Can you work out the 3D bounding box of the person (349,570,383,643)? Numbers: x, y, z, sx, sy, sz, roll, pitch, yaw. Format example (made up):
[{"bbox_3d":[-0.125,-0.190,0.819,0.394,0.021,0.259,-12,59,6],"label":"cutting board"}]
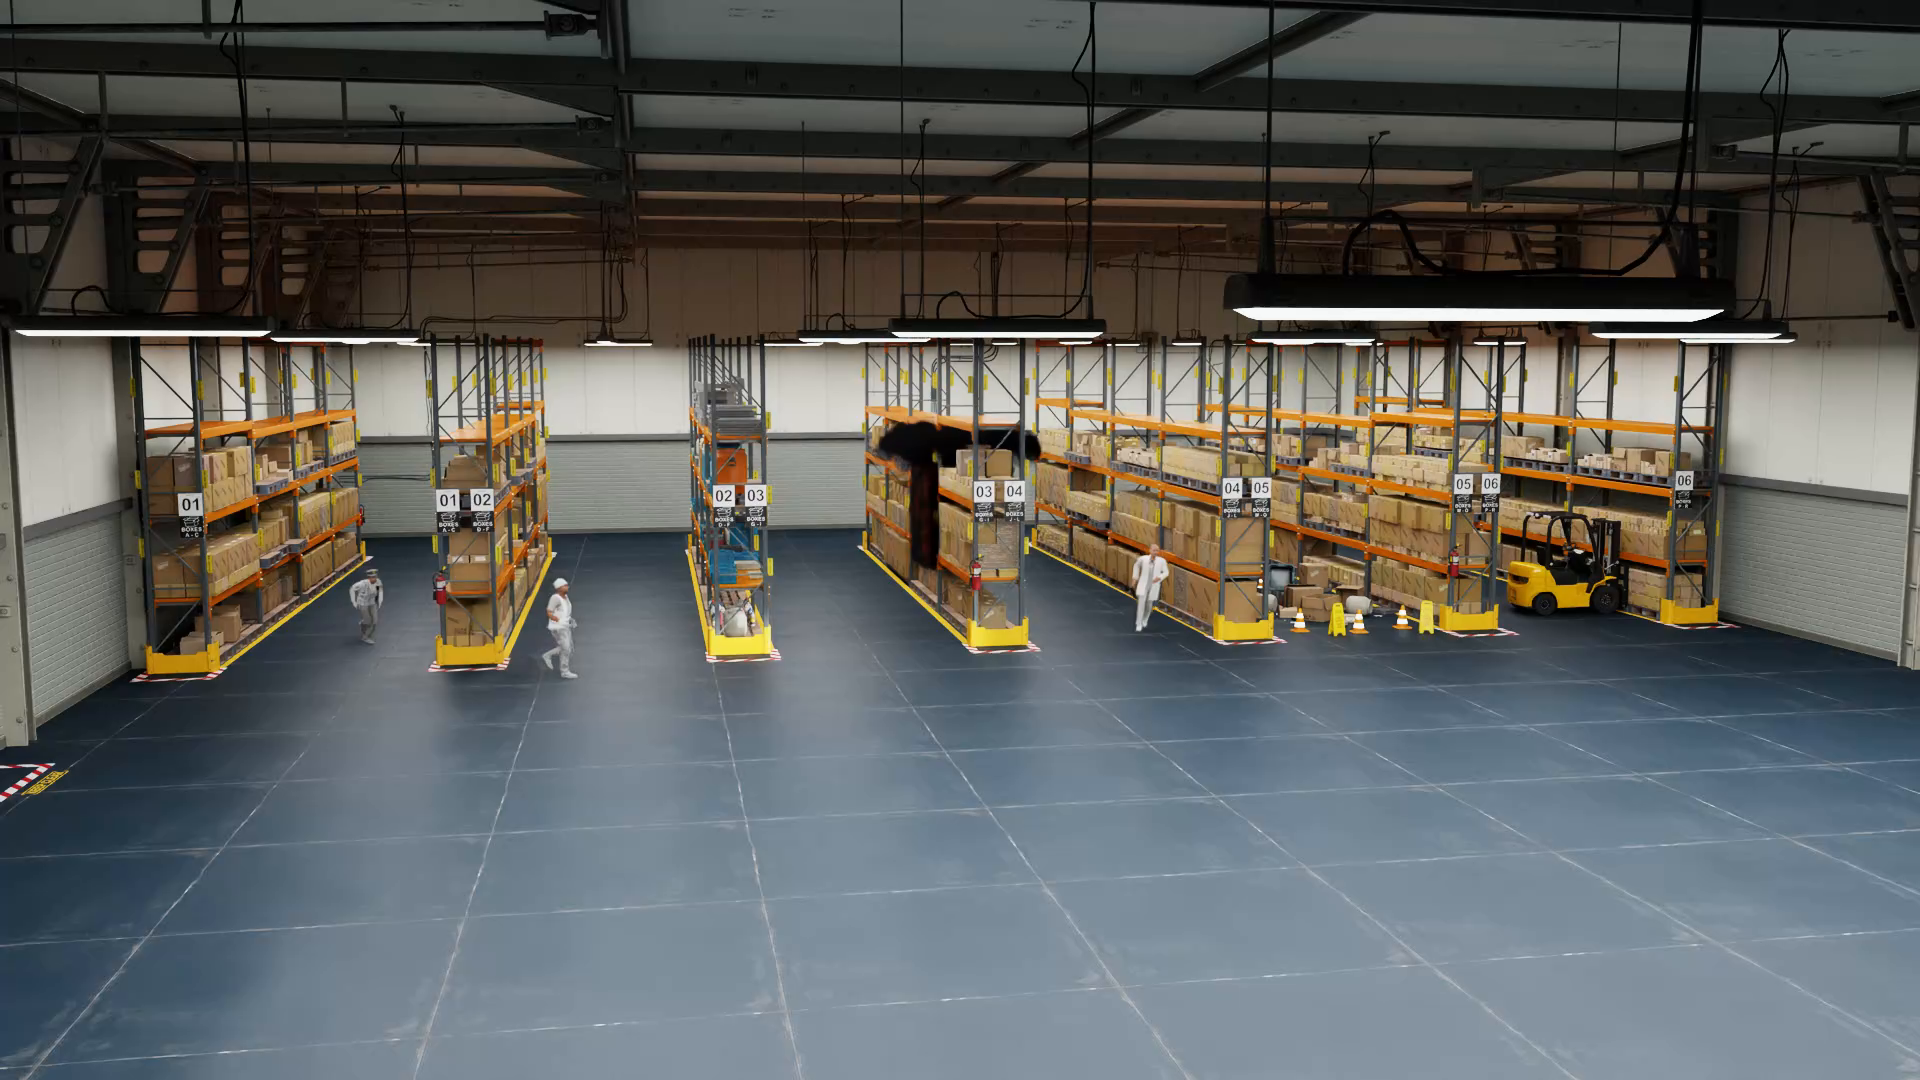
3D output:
[{"bbox_3d":[-11.584,1.292,32.436,0.638,1.487,0.832,-6,9,-40],"label":"person"}]

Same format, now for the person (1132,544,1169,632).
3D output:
[{"bbox_3d":[3.837,0.942,33.549,0.738,1.721,1.124,0,7,4],"label":"person"}]

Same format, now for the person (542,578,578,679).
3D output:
[{"bbox_3d":[-7.038,1.544,29.016,0.694,1.758,0.685,1,7,8],"label":"person"}]
